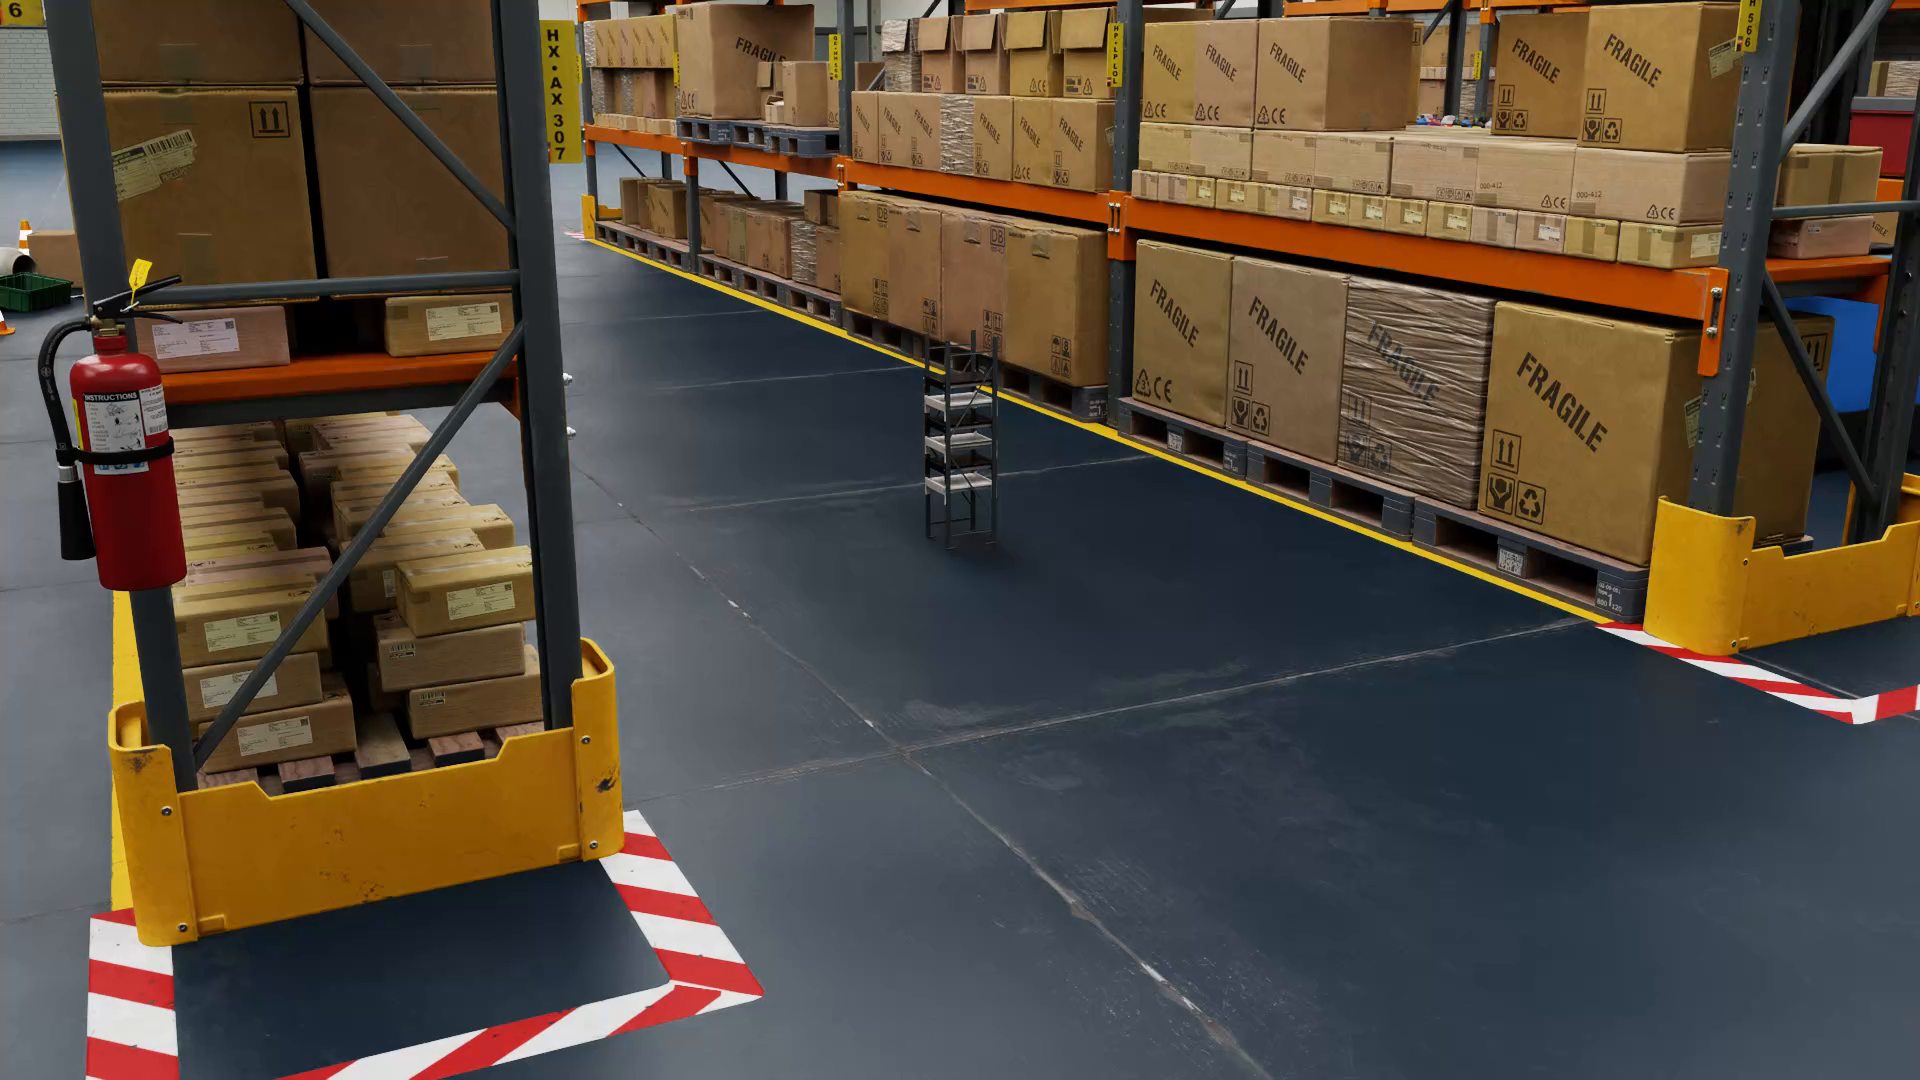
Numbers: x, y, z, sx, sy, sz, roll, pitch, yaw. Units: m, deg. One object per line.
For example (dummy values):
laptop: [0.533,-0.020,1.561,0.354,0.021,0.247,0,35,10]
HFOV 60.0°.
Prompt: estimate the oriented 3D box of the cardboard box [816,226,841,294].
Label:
cardboard box: [-0.749,-2.304,13.574,0.700,0.500,0.500,-9,18,-28]

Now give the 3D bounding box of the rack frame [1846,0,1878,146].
rack frame: [5.767,-2.737,11.349,1.000,3.000,0.127,-8,18,-25]

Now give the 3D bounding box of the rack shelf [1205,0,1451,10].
rack shelf: [3.138,-5.320,16.219,1.077,0.370,4.000,-8,18,-25]

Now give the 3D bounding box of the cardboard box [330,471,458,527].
cardboard box: [-1.880,-0.114,5.537,0.380,0.149,0.250,-7,17,-23]

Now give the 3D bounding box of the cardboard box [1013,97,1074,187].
cardboard box: [0.654,-2.393,9.969,0.500,0.500,0.500,-7,17,-23]

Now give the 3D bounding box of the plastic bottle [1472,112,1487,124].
plastic bottle: [4.575,-3.624,14.651,0.061,0.283,0.133,-8,18,-25]

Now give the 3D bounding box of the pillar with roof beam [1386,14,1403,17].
pillar with roof beam: [4.001,-10.691,28.193,9.100,9.000,0.400,-8,18,-25]

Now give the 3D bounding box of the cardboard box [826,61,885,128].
cardboard box: [-0.710,-3.509,13.097,0.500,0.500,0.500,-10,19,-32]

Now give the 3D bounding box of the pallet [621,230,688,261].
pallet: [-3.055,-3.247,18.181,1.003,0.211,1.213,-8,18,-25]

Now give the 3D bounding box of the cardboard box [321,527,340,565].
cardboard box: [-1.907,0.037,5.552,0.380,0.149,0.250,-9,18,-28]

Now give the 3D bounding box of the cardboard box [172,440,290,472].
cardboard box: [-2.635,-0.246,5.999,0.380,0.149,0.250,-8,18,-27]

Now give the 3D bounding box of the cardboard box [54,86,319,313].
cardboard box: [-1.864,-0.843,4.031,0.500,0.500,0.500,-7,18,-24]

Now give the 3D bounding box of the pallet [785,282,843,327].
pallet: [-0.779,-1.983,13.780,1.003,0.211,1.213,-8,18,-25]

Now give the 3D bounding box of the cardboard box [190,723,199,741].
cardboard box: [-2.058,0.440,4.687,0.380,0.149,0.250,-7,17,-23]

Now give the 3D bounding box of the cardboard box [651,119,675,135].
cardboard box: [-2.915,-4.200,16.903,0.380,0.149,0.250,-8,18,-25]

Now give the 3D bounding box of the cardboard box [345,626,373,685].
cardboard box: [-1.681,0.312,5.132,0.380,0.149,0.250,-7,18,-24]

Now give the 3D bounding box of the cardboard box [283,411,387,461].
cardboard box: [-2.492,-0.431,6.644,0.380,0.149,0.250,-7,17,-23]

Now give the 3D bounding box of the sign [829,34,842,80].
sign: [-0.922,-3.580,12.334,0.100,0.325,0.005,-8,18,-25]

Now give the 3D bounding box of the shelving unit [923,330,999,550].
shelving unit: [0.004,-0.431,7.120,0.258,0.900,0.210,-8,18,-25]

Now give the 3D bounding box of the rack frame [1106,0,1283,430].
rack frame: [1.314,-2.138,9.263,1.000,3.000,0.127,-8,18,-25]

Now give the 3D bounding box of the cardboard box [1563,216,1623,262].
cardboard box: [2.499,-1.138,6.234,0.380,0.149,0.250,-7,18,-24]

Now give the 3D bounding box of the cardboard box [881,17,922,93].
cardboard box: [-0.132,-3.477,11.928,0.797,0.503,0.637,-7,17,-23]

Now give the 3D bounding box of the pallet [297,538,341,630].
pallet: [-2.324,0.242,6.025,1.003,0.211,1.213,-8,18,-25]

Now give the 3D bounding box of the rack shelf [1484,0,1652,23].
rack shelf: [7.593,-5.918,18.301,1.077,0.370,4.000,-8,18,-25]

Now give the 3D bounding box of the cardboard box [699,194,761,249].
cardboard box: [-2.330,-3.226,16.825,0.500,0.500,0.500,-8,18,-27]

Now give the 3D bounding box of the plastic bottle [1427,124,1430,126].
plastic bottle: [3.982,-3.430,14.126,0.097,0.201,0.097,0,16,0]

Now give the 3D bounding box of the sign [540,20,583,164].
sign: [-0.948,-1.054,3.915,0.100,0.325,0.005,-8,18,-25]

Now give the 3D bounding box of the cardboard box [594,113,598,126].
cardboard box: [-4.032,-4.893,19.320,0.380,0.149,0.250,-8,18,-25]

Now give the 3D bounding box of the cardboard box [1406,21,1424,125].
cardboard box: [1.972,-2.363,8.420,0.500,0.500,0.500,-7,18,-24]

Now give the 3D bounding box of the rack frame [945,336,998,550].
rack frame: [0.048,-0.405,7.032,0.240,0.900,0.006,-8,18,-25]

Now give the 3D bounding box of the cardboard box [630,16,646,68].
cardboard box: [-3.073,-5.120,17.120,0.500,0.500,0.500,-8,18,-25]

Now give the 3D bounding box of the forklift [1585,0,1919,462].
forklift: [4.135,-2.164,9.479,1.130,2.935,3.031,-6,17,-21]

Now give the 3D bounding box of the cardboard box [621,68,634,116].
cardboard box: [-3.219,-4.926,18.258,0.875,0.500,0.500,-8,18,-25]

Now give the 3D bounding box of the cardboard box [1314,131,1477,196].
cardboard box: [1.939,-1.686,7.420,0.500,0.250,0.500,-8,18,-25]

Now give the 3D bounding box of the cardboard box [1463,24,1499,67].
cardboard box: [6.516,-6.099,20.532,0.700,0.500,0.500,-8,18,-25]

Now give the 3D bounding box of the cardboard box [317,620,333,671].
cardboard box: [-1.990,0.286,4.684,0.380,0.149,0.250,-8,18,-26]

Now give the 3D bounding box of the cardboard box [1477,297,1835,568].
cardboard box: [2.715,-0.476,6.561,0.875,0.875,0.875,-8,18,-25]

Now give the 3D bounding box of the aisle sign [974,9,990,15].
aisle sign: [0.215,-6.944,21.298,0.394,0.787,0.004,-8,18,-25]

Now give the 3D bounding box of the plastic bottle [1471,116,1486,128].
plastic bottle: [4.235,-3.315,13.577,0.061,0.283,0.133,-8,18,-25]

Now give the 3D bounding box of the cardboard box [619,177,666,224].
cardboard box: [-3.684,-3.957,19.372,0.500,0.500,0.500,-4,17,-15]

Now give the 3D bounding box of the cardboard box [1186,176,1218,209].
cardboard box: [1.376,-1.773,8.448,0.380,0.149,0.250,-7,17,-23]

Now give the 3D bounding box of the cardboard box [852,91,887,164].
cardboard box: [-0.470,-3.025,12.171,0.500,0.500,0.500,-7,17,-23]

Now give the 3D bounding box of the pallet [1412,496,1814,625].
pallet: [2.646,0.005,6.849,1.003,0.211,1.213,-8,18,-25]

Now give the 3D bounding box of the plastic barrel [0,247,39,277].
plastic barrel: [-8.569,-2.405,14.864,0.512,0.421,0.421,4,16,13]

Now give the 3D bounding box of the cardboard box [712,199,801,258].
cardboard box: [-1.941,-2.977,15.920,0.700,0.500,0.500,-9,18,-29]

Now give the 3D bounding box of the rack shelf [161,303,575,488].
rack shelf: [-2.312,-0.722,5.633,1.077,0.370,4.000,-8,18,-25]

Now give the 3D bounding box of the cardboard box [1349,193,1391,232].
cardboard box: [1.945,-1.453,7.331,0.380,0.149,0.250,-7,18,-24]

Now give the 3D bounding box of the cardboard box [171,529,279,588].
cardboard box: [-2.182,0.092,4.821,0.380,0.149,0.250,-8,18,-26]

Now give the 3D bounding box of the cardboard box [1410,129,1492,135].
cardboard box: [2.415,-1.751,7.646,0.500,0.250,0.500,-8,18,-26]

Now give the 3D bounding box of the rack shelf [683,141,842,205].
rack shelf: [-1.314,-3.280,14.547,1.077,0.370,4.000,-8,18,-25]

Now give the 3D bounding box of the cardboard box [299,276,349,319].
cardboard box: [-1.739,-0.750,4.882,0.380,0.149,0.250,-7,17,-22]

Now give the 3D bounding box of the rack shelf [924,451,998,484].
rack shelf: [0.004,-0.312,7.154,0.258,0.077,0.200,-8,18,-25]

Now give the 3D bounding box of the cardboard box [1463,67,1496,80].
cardboard box: [6.405,-5.719,20.385,0.380,0.149,0.250,-8,18,-25]
